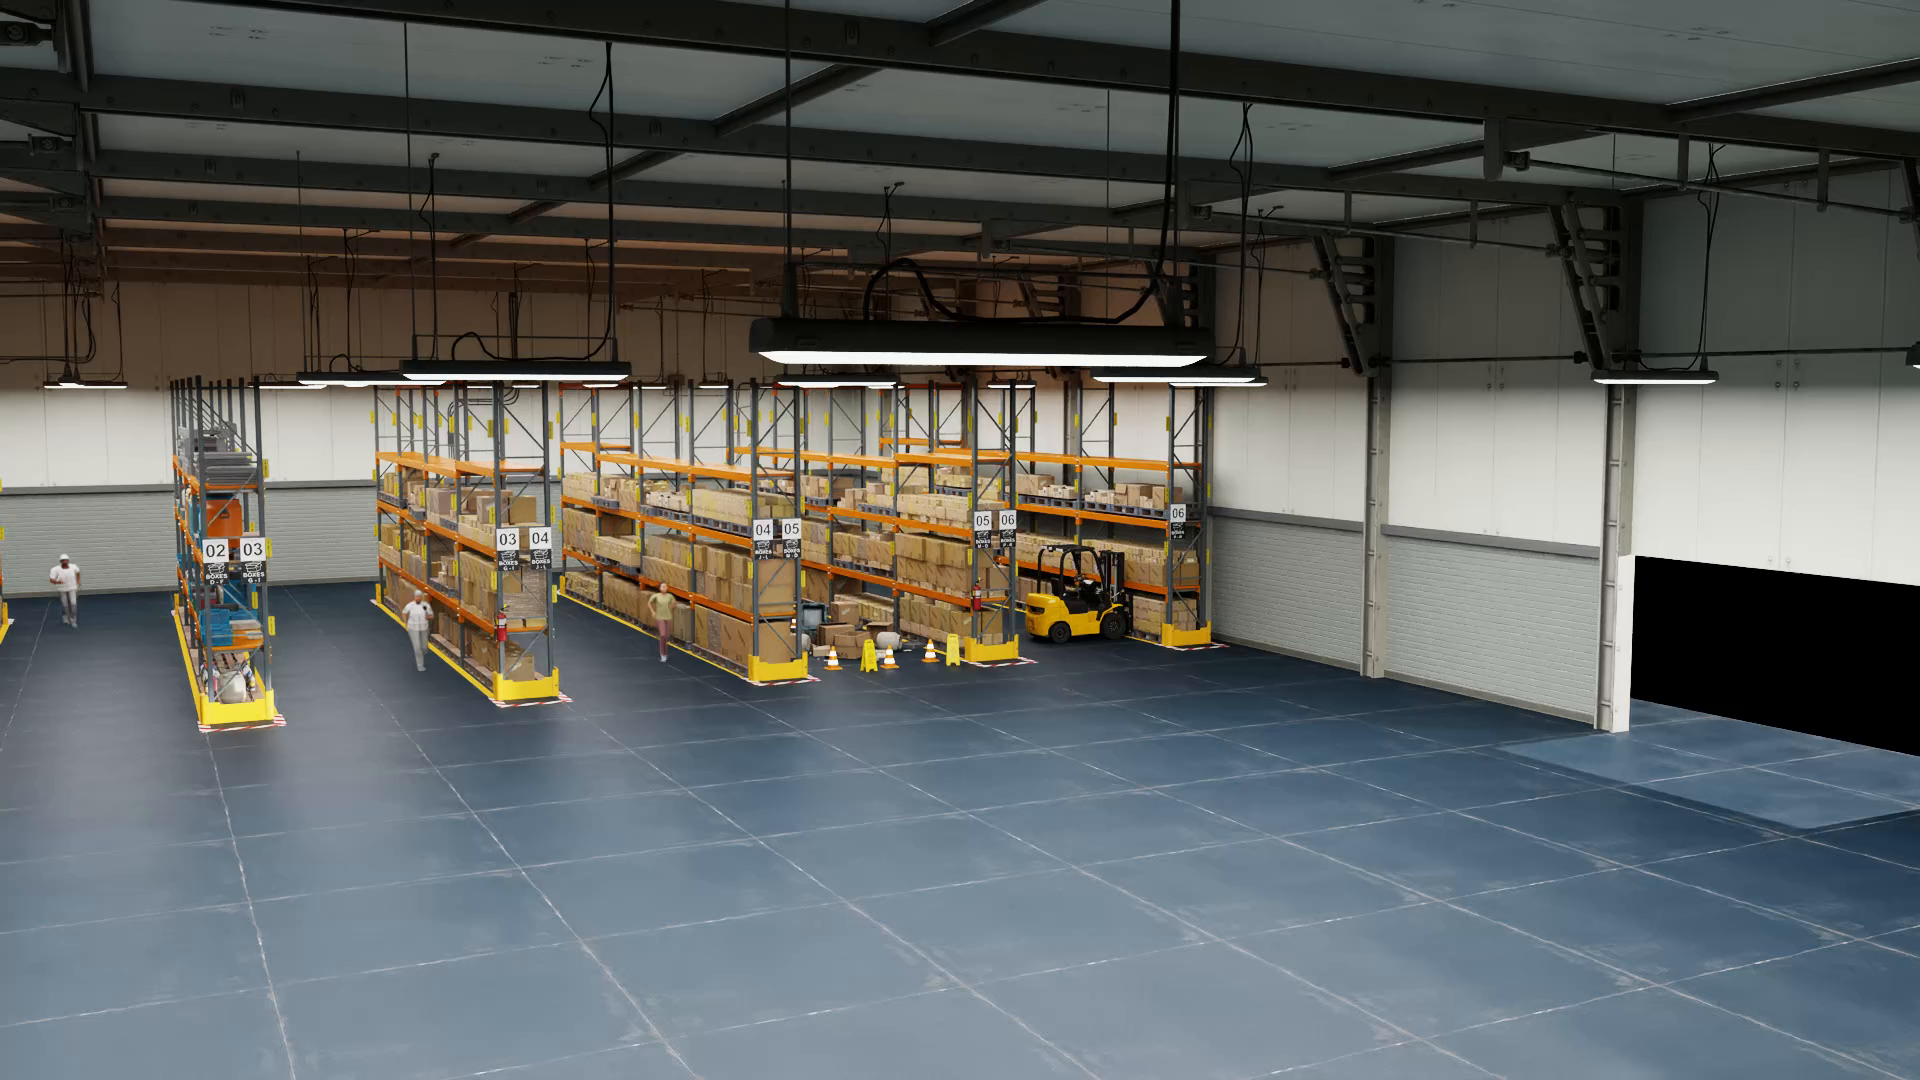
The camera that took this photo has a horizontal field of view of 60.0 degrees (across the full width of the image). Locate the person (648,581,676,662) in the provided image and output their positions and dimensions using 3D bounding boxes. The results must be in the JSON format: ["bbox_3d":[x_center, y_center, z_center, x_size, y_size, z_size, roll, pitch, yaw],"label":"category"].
[{"bbox_3d":[-6.337,1.736,35.535,0.561,1.726,0.688,-3,6,-28],"label":"person"}]

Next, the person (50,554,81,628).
[{"bbox_3d":[-21.868,1.237,40.672,0.663,1.799,0.933,-3,6,-33],"label":"person"}]

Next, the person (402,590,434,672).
[{"bbox_3d":[-11.150,1.846,34.250,0.610,1.644,0.855,-3,6,-30],"label":"person"}]
